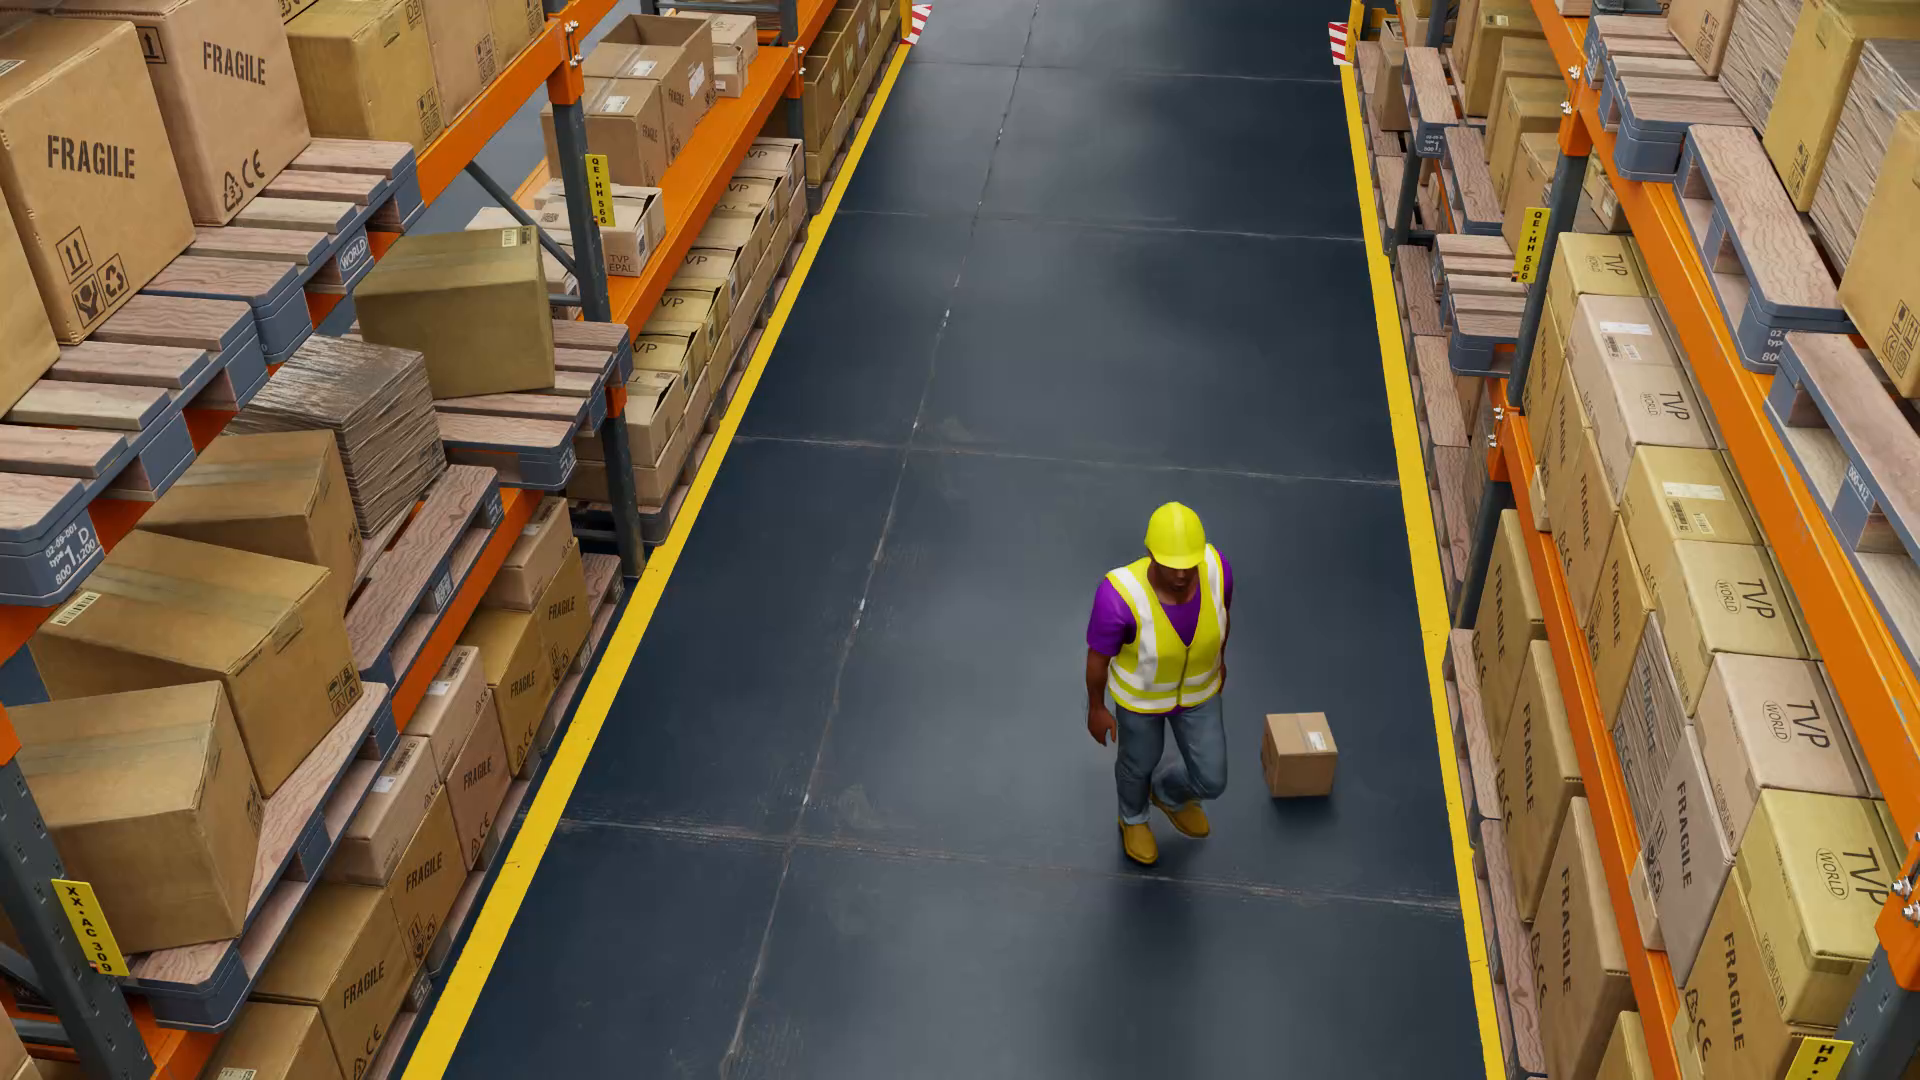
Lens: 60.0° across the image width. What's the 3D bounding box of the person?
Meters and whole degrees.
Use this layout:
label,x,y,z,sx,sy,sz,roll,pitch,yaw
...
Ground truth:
label,x,y,z,sx,sy,sz,roll,pitch,yaw
person,-7.280,-3.511,10.627,13.035,3.171,16.029,-9,37,-12
